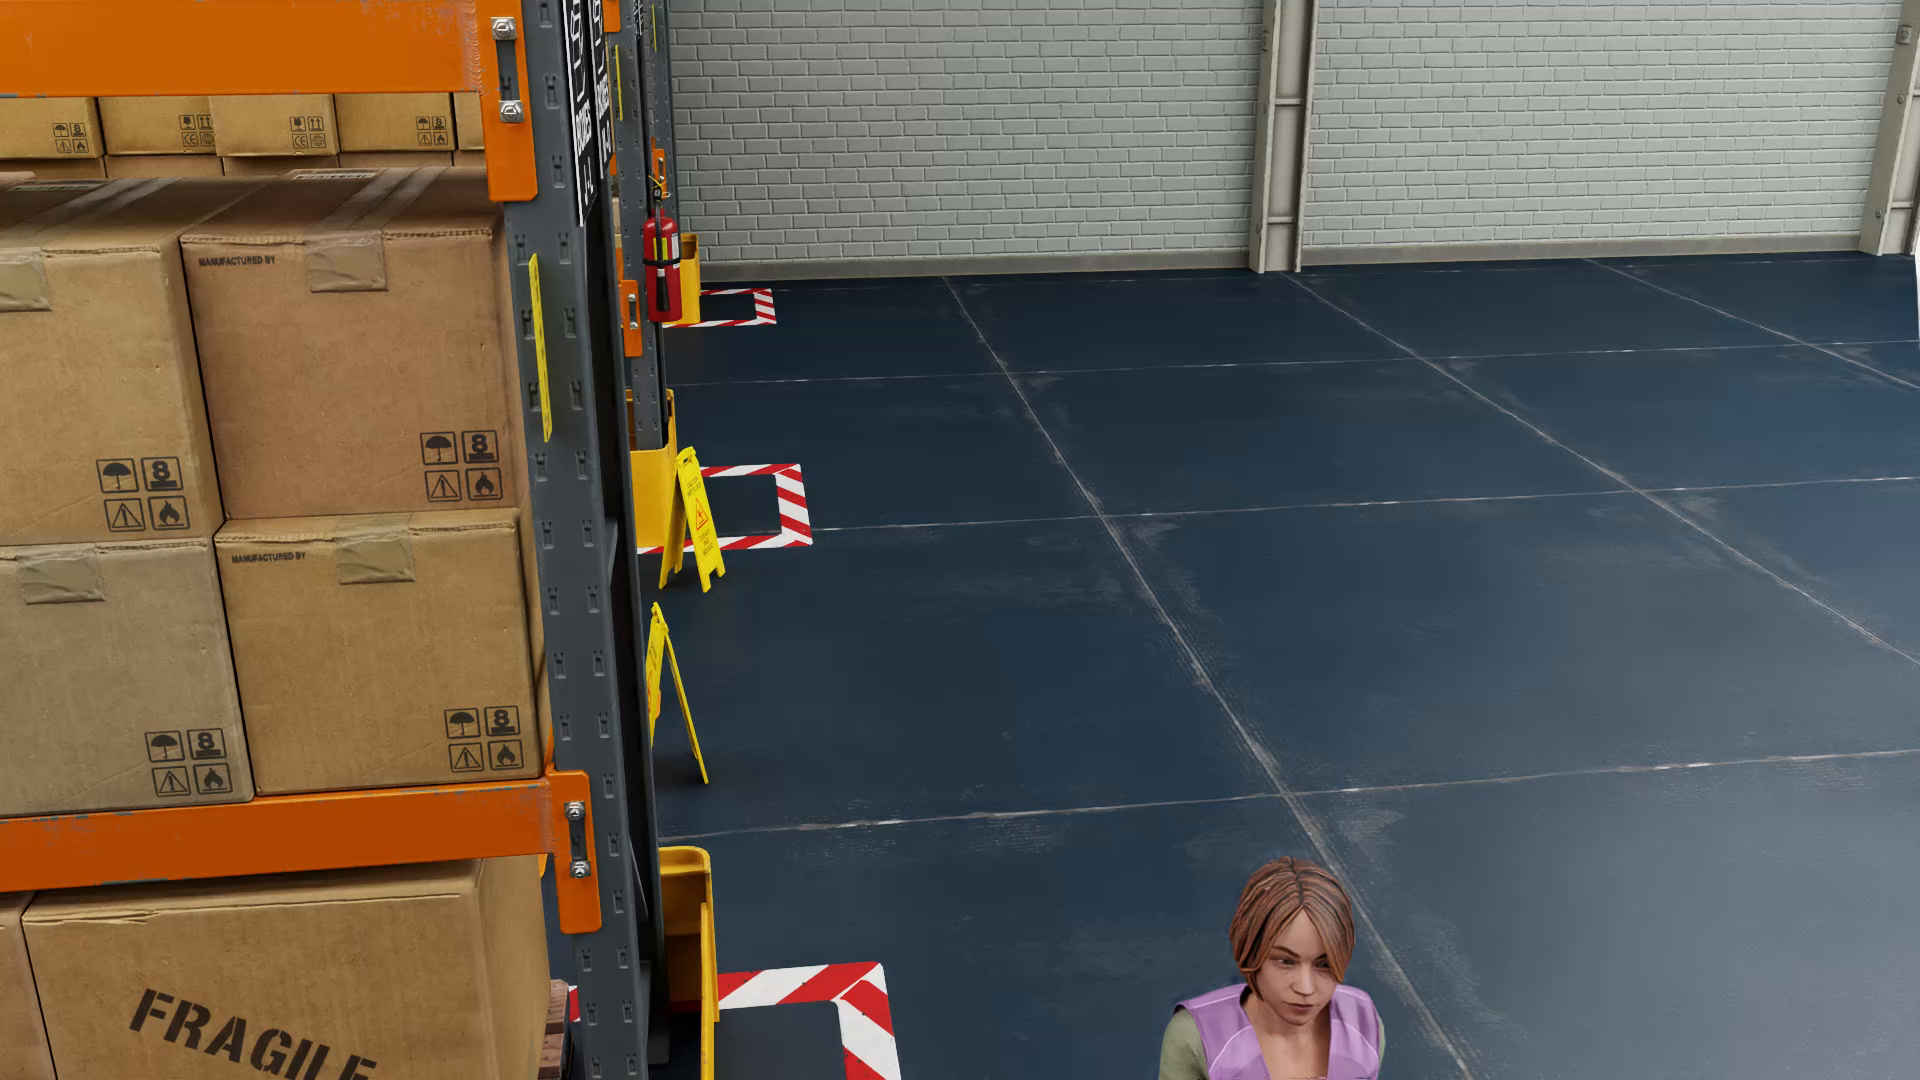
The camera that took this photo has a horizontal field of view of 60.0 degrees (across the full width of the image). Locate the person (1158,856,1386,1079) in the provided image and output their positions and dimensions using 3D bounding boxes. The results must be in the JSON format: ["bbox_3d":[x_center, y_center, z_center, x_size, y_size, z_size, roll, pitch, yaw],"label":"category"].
[{"bbox_3d":[0.480,1.219,2.760,0.416,1.570,0.719,-2,20,-6],"label":"person"}]
